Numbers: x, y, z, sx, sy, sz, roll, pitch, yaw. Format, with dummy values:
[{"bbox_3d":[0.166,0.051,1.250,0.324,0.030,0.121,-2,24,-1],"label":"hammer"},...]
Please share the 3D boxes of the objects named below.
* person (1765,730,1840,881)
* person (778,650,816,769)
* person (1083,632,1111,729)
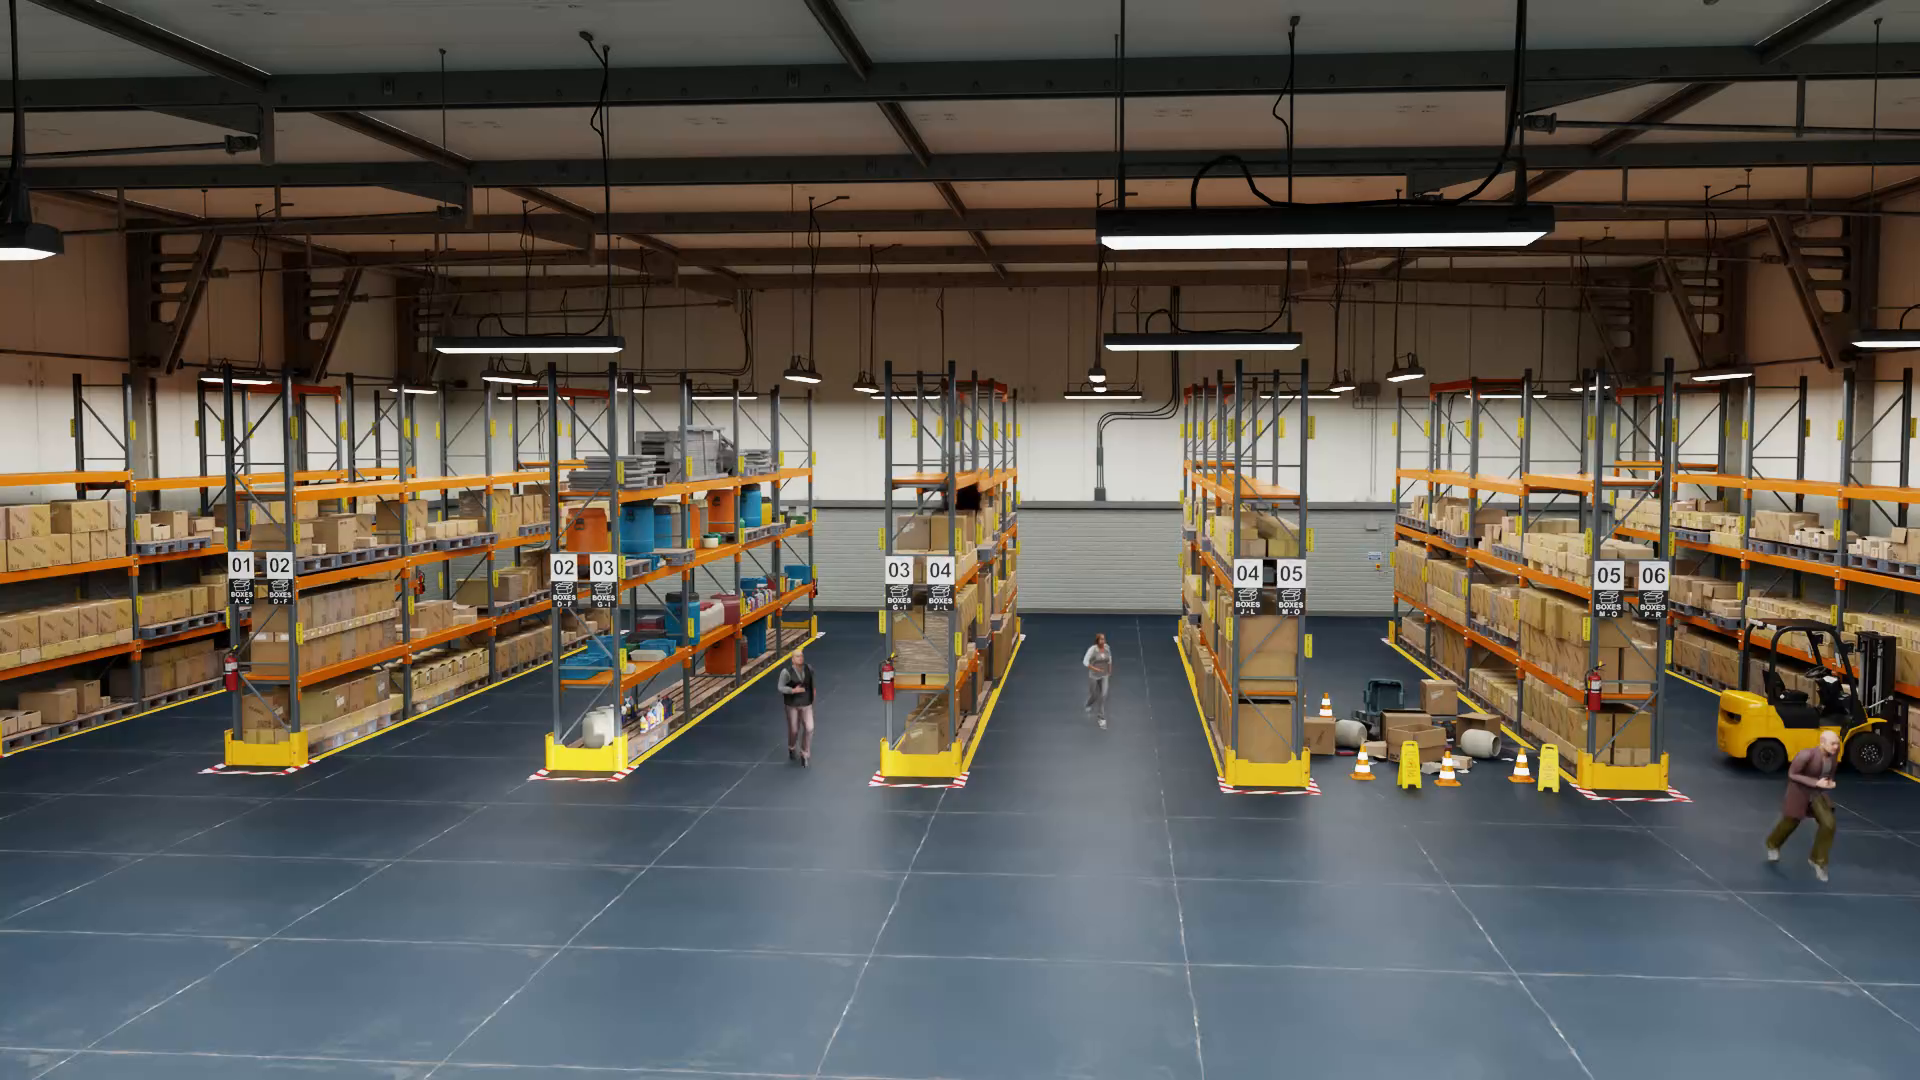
[{"bbox_3d":[9.558,2.954,18.838,0.753,1.740,1.071,-1,4,-15],"label":"person"},{"bbox_3d":[-2.429,2.531,24.882,0.680,1.805,0.822,-2,4,-24],"label":"person"},{"bbox_3d":[2.341,2.351,28.255,0.564,1.592,0.921,-1,4,-18],"label":"person"}]
